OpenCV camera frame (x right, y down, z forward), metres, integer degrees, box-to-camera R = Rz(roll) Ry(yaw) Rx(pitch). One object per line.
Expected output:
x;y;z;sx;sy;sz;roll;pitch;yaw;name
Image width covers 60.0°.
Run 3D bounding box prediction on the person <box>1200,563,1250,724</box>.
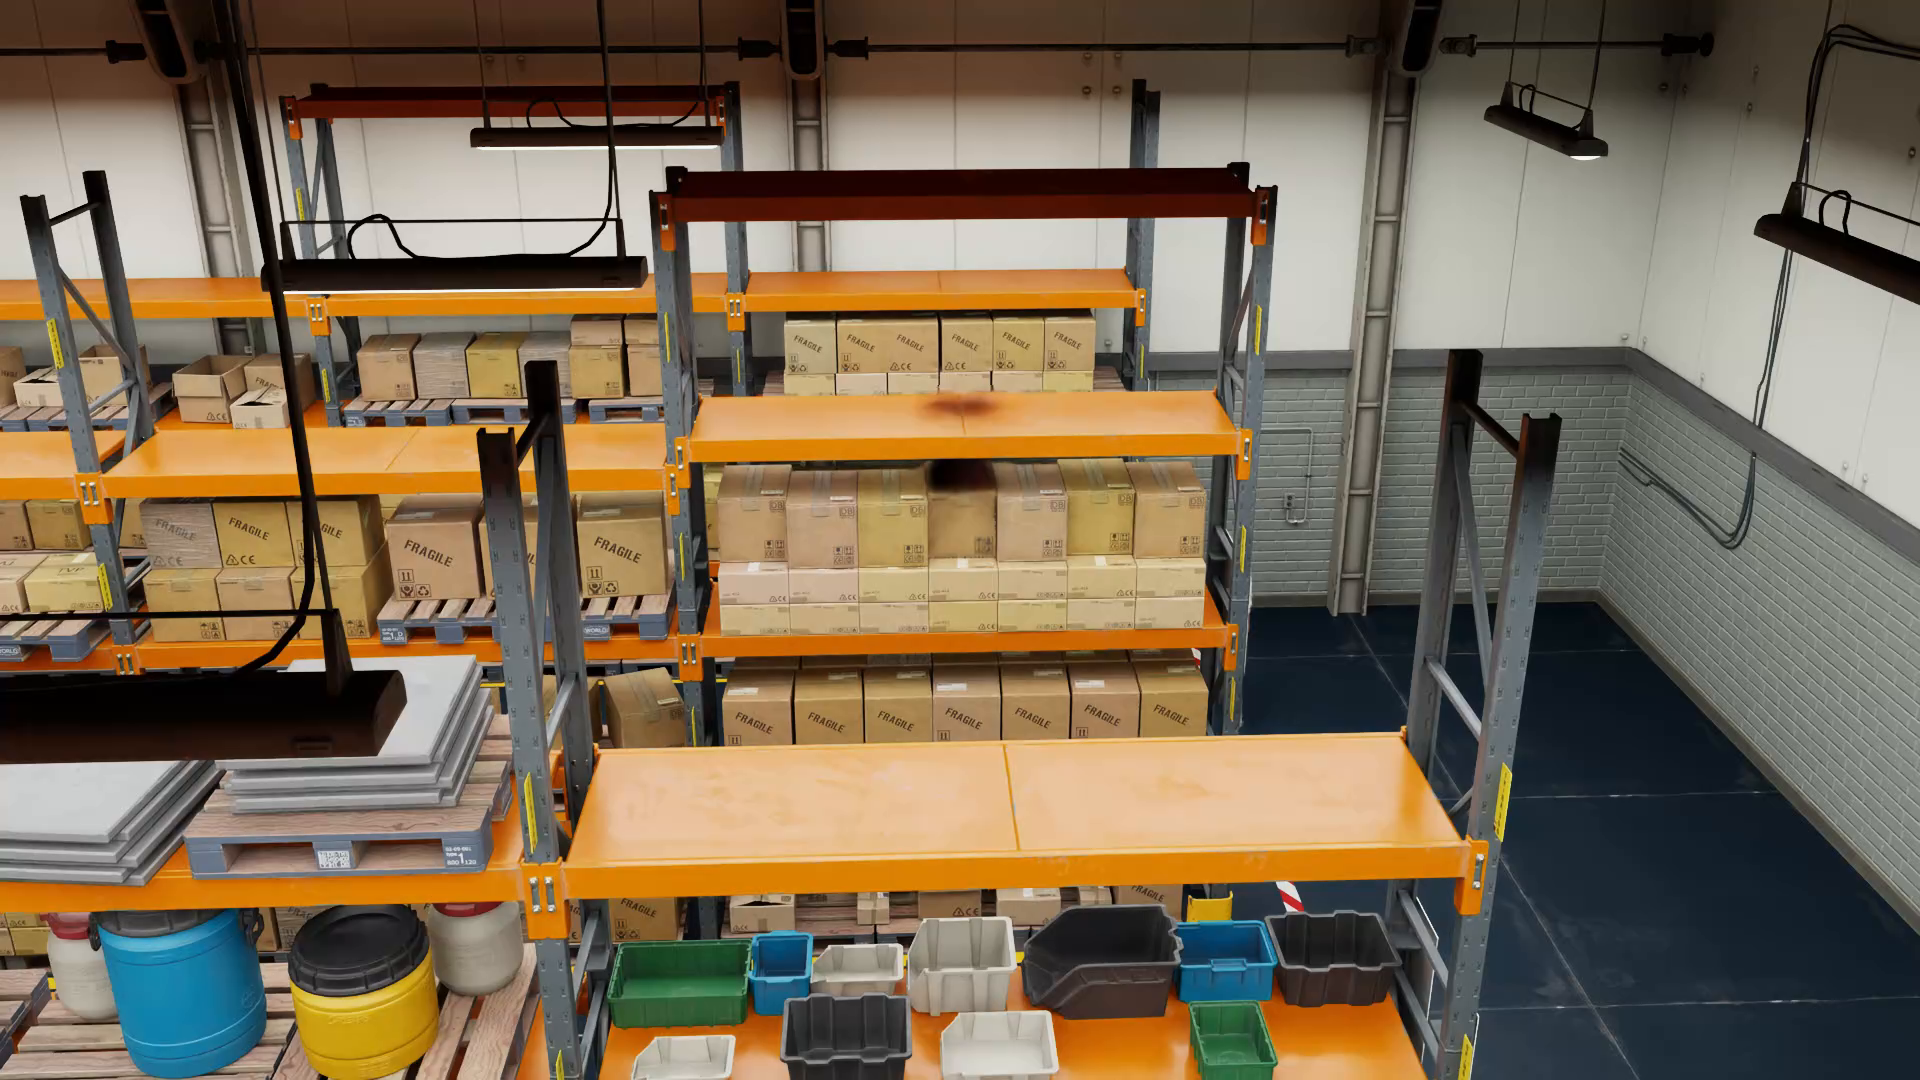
2.564;0.993;16.574;0.639;1.631;0.546;8;23;18;person
